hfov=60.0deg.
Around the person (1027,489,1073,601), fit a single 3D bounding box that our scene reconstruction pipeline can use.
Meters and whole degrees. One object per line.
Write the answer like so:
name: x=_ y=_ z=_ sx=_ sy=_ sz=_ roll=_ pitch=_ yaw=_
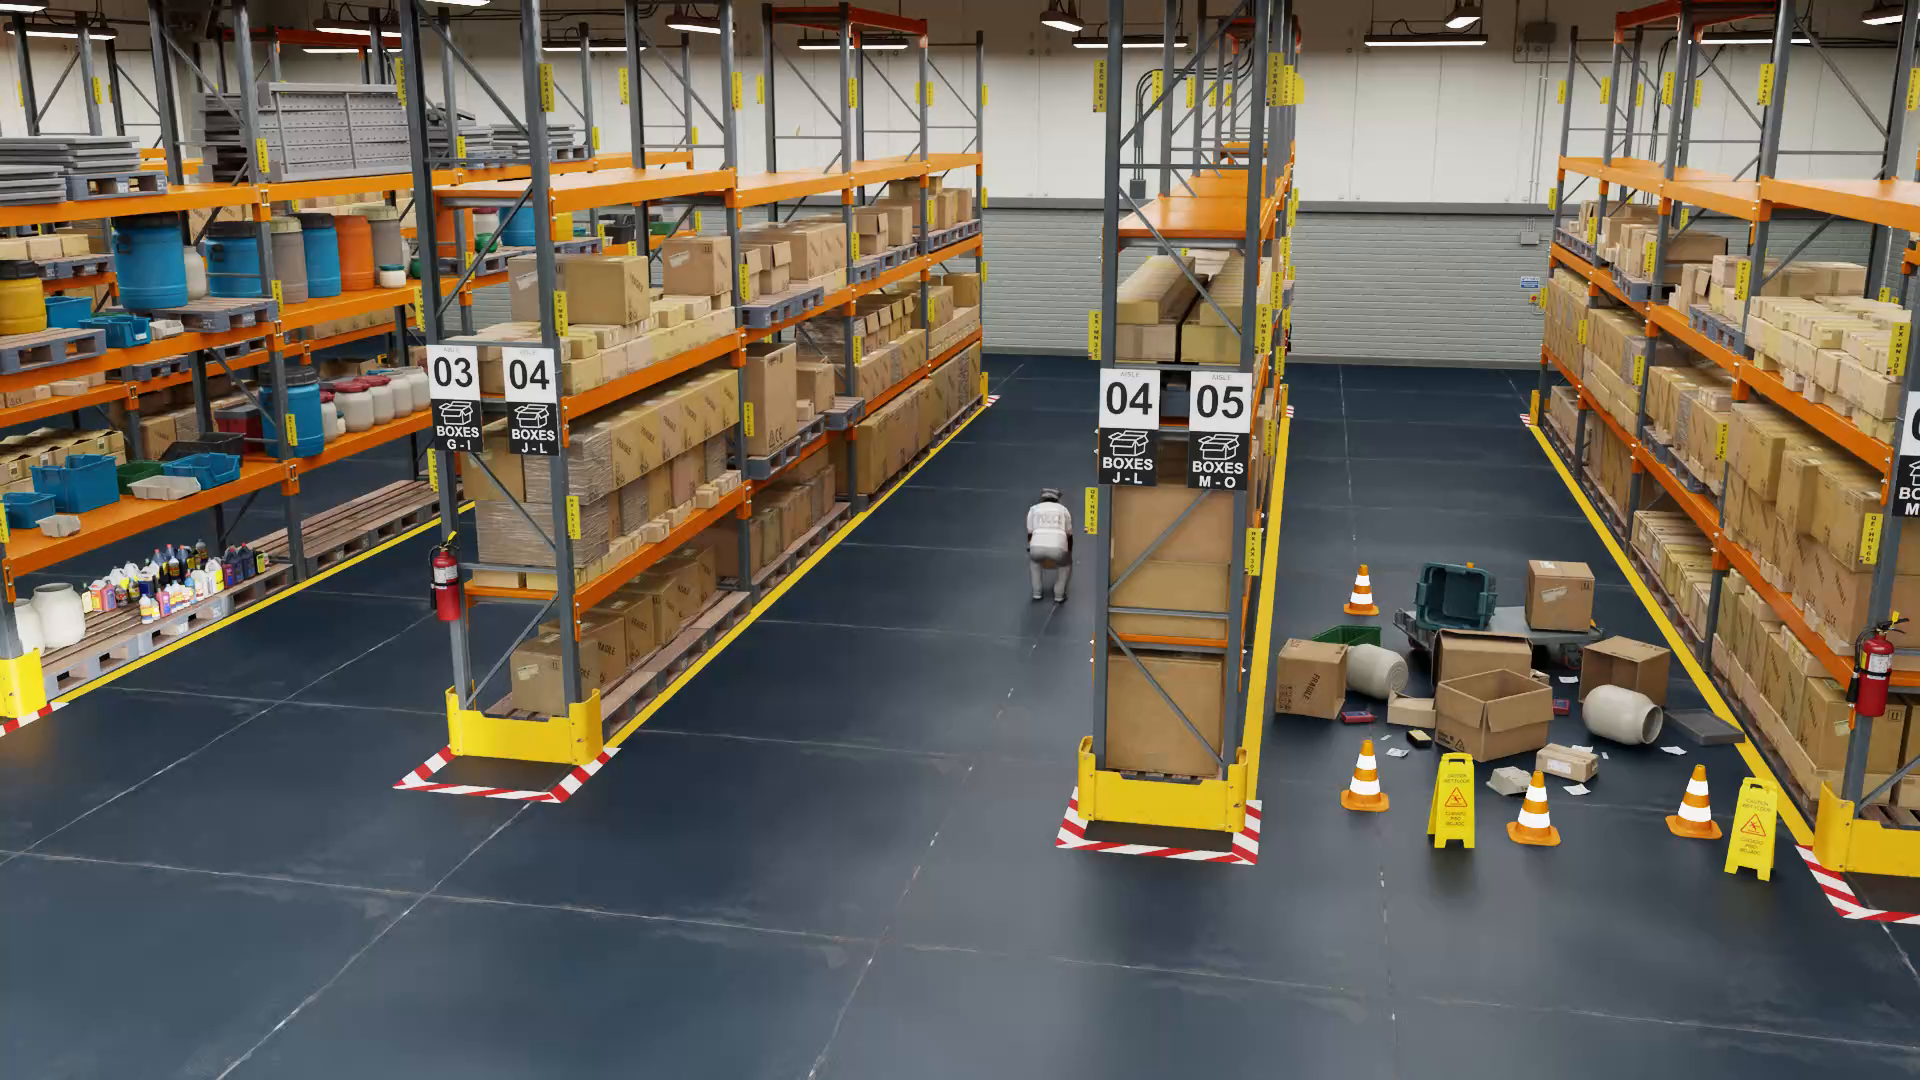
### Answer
person: x=0.904 y=0.050 z=16.986 sx=0.492 sy=1.076 sz=0.826 roll=3 pitch=15 yaw=11
